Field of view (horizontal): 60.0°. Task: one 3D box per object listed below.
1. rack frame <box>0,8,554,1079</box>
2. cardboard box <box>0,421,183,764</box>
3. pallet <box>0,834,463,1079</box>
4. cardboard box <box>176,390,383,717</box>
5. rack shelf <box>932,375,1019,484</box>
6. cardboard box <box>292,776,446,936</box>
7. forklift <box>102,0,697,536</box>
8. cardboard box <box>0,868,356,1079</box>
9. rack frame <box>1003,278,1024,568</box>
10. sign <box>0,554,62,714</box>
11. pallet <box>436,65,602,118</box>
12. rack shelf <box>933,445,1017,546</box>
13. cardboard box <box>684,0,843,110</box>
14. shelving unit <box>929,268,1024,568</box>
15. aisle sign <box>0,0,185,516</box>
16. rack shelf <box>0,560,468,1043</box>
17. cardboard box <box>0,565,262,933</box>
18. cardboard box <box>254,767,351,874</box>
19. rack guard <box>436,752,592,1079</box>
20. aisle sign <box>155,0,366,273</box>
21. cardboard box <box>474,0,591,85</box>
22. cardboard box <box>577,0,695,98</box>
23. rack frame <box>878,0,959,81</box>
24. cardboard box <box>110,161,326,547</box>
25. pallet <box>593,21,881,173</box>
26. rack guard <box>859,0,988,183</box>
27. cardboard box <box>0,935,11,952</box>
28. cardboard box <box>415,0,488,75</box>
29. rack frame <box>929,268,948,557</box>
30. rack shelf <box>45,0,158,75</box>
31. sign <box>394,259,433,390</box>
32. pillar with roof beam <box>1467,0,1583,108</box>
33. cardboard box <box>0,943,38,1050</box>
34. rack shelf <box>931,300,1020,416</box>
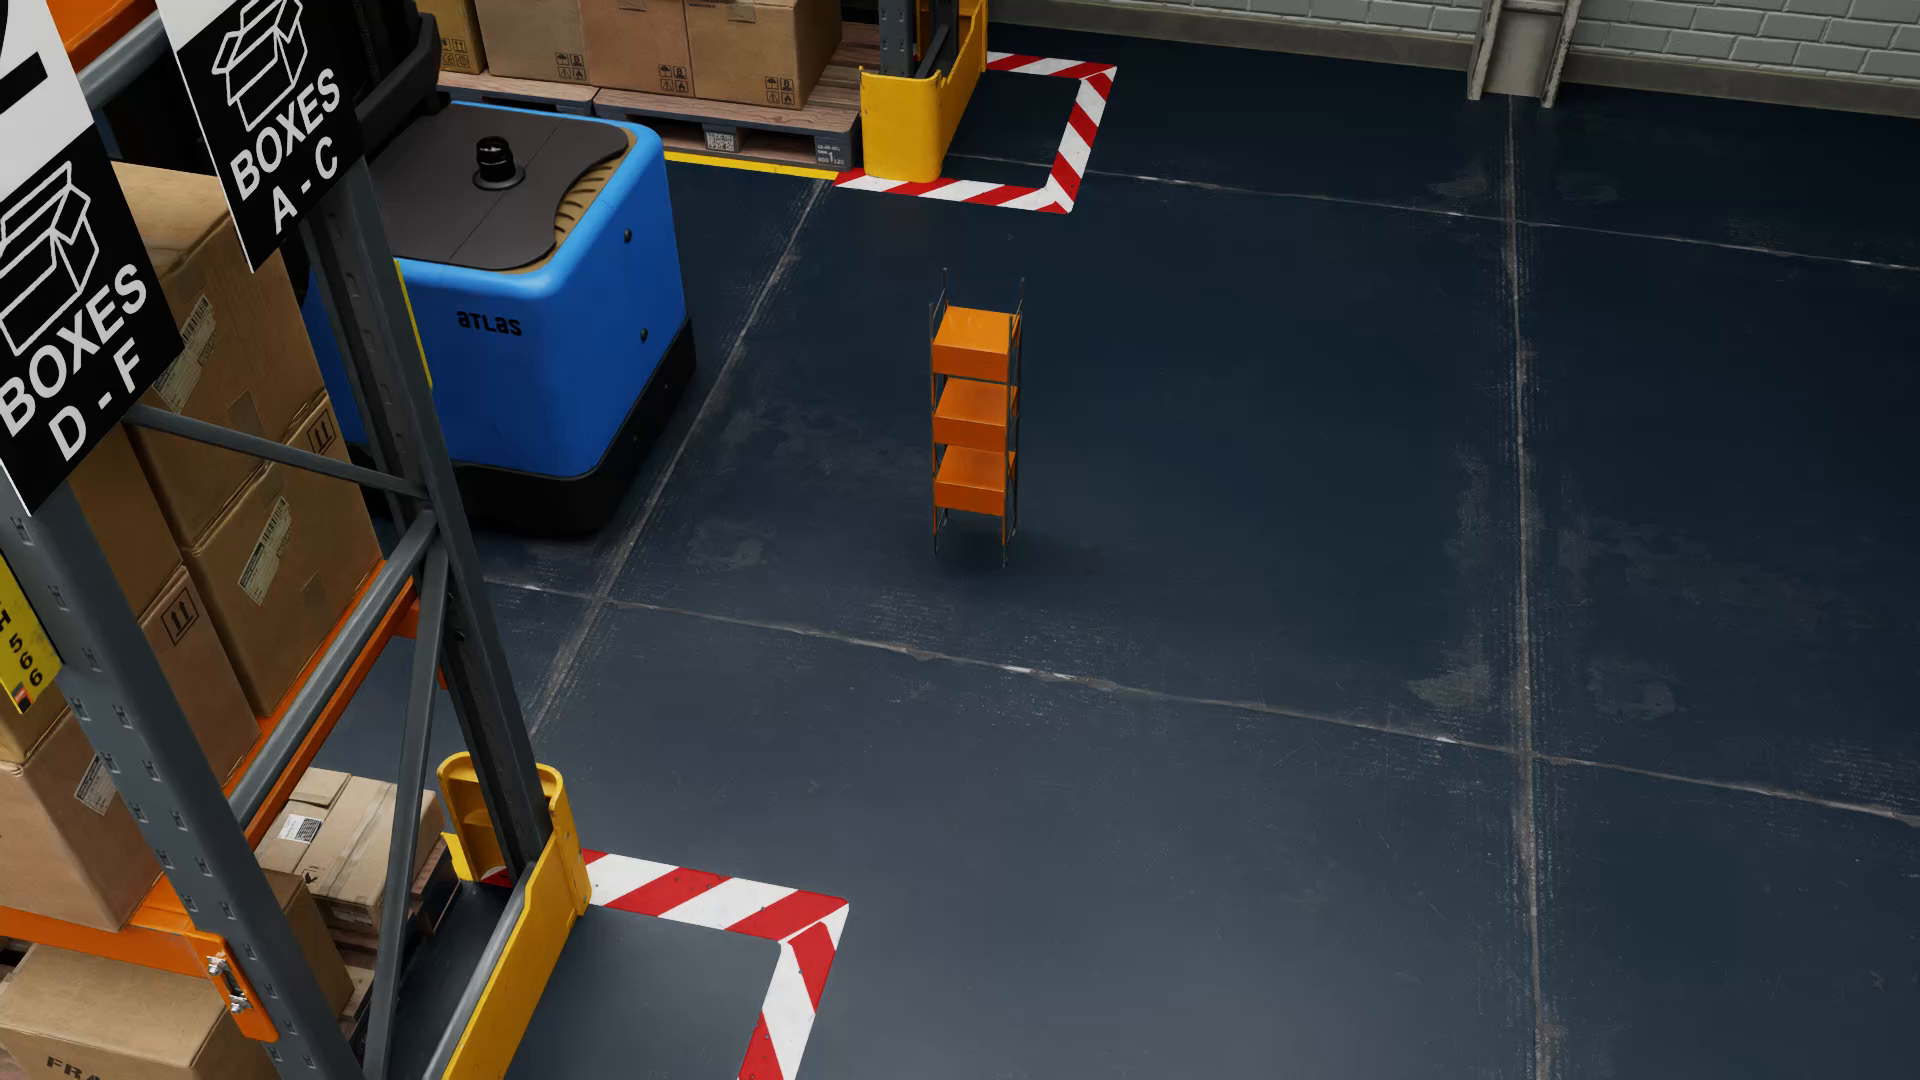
[{"bbox_3d":[-1.251,0.269,3.307,0.127,3.000,1.000,9,45,9],"label":"rack frame"},{"bbox_3d":[-1.746,-0.008,2.803,0.500,0.500,0.500,8,45,9],"label":"cardboard box"},{"bbox_3d":[-2.104,1.142,4.411,1.213,0.211,1.003,9,45,9],"label":"pallet"},{"bbox_3d":[-1.627,-0.013,3.528,0.500,0.500,0.500,10,45,10],"label":"cardboard box"},{"bbox_3d":[0.052,-0.363,5.385,0.240,0.259,0.215,9,45,9],"label":"rack shelf"},{"bbox_3d":[-1.585,0.842,4.451,0.250,0.149,0.380,9,45,9],"label":"cardboard box"},{"bbox_3d":[-2.575,-1.615,5.314,3.031,2.935,1.130,10,45,10],"label":"forklift"},{"bbox_3d":[-1.836,1.096,3.934,0.500,0.500,0.500,9,45,9],"label":"cardboard box"},{"bbox_3d":[0.171,-0.352,5.358,0.008,1.050,0.200,9,45,9],"label":"rack frame"},{"bbox_3d":[-1.392,0.111,2.409,0.005,0.325,0.100,9,45,9],"label":"sign"},{"bbox_3d":[-2.157,-2.334,8.022,1.213,0.211,1.003,9,45,9],"label":"pallet"},{"bbox_3d":[0.052,-0.162,5.578,0.240,0.259,0.215,9,45,9],"label":"rack shelf"},{"bbox_3d":[-0.878,-2.373,7.552,0.500,0.500,0.700,9,45,9],"label":"cardboard box"},{"bbox_3d":[0.052,-0.370,5.377,0.252,1.050,0.215,9,45,9],"label":"shelving unit"},{"bbox_3d":[-1.252,-0.450,2.180,0.004,0.787,0.394,9,45,9],"label":"aisle sign"},{"bbox_3d":[-3.203,0.225,3.872,4.000,0.370,1.077,9,45,9],"label":"rack shelf"},{"bbox_3d":[-1.748,0.349,3.152,0.500,0.500,0.500,10,45,10],"label":"cardboard box"},{"bbox_3d":[-1.829,0.798,4.484,0.250,0.166,0.380,9,45,9],"label":"cardboard box"},{"bbox_3d":[-1.325,1.158,4.186,0.348,0.500,1.175,9,45,9],"label":"rack guard"},{"bbox_3d":[-1.121,-0.856,2.602,0.004,0.787,0.394,9,45,9],"label":"aisle sign"},{"bbox_3d":[-1.857,-2.524,7.709,0.500,0.500,0.700,7,44,8],"label":"cardboard box"},{"bbox_3d":[-1.366,-2.449,7.631,0.500,0.500,0.700,9,45,9],"label":"cardboard box"},{"bbox_3d":[-0.173,-3.084,6.791,0.127,3.000,1.000,9,45,9],"label":"rack frame"},{"bbox_3d":[-1.627,-0.373,3.181,0.500,0.500,0.500,10,45,10],"label":"cardboard box"},{"bbox_3d":[-0.971,-2.147,7.829,1.213,0.211,1.003,9,45,9],"label":"pallet"},{"bbox_3d":[-0.150,-2.180,7.654,0.348,0.500,1.175,9,45,9],"label":"rack guard"},{"bbox_3d":[-2.756,1.021,4.191,0.500,0.250,0.500,9,45,9],"label":"cardboard box"},{"bbox_3d":[-2.379,-2.600,7.788,0.500,0.500,0.700,10,45,10],"label":"cardboard box"},{"bbox_3d":[-0.067,-0.389,5.397,0.008,1.050,0.200,9,45,9],"label":"rack frame"},{"bbox_3d":[-3.203,-0.855,2.831,4.000,0.370,1.077,9,45,9],"label":"rack shelf"},{"bbox_3d":[-1.133,-0.410,3.389,0.005,0.325,0.100,9,45,9],"label":"sign"},{"bbox_3d":[1.710,-2.508,1.867,0.400,9.000,9.100,9,45,9],"label":"pillar with roof beam"},{"bbox_3d":[-2.211,1.094,4.177,0.250,0.166,0.380,9,45,9],"label":"cardboard box"},{"bbox_3d":[0.052,-0.567,5.188,0.240,0.259,0.215,9,45,9],"label":"rack shelf"}]
